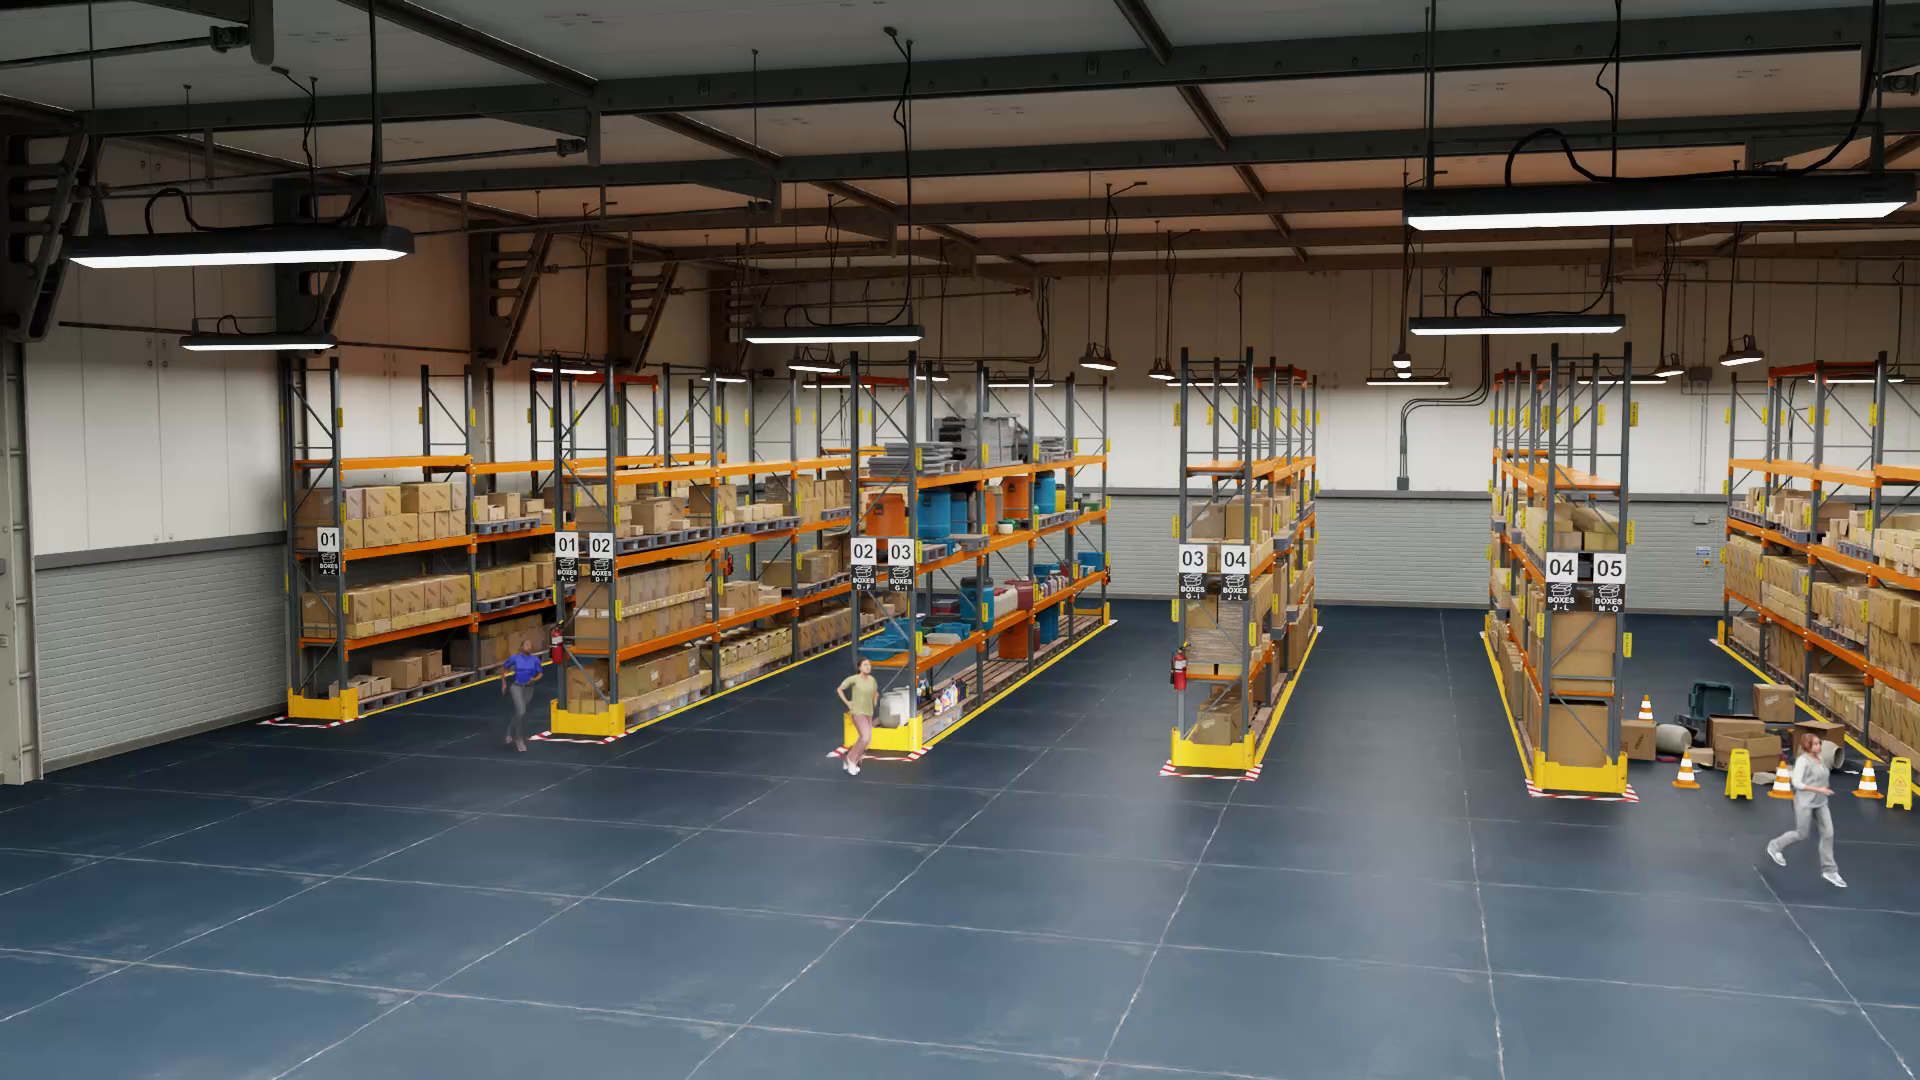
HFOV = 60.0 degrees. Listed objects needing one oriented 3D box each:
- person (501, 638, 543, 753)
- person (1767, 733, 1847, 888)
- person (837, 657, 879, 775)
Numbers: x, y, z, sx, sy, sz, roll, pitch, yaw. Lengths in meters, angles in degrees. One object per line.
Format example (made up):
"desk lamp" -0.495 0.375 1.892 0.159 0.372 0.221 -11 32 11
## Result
"person" -6.613 2.334 25.236 0.581 1.642 0.786 -3 5 -36
"person" 9.202 2.879 18.021 0.552 1.600 0.894 -2 5 -27
"person" -1.362 2.462 23.346 0.610 1.644 0.576 -4 6 -41
